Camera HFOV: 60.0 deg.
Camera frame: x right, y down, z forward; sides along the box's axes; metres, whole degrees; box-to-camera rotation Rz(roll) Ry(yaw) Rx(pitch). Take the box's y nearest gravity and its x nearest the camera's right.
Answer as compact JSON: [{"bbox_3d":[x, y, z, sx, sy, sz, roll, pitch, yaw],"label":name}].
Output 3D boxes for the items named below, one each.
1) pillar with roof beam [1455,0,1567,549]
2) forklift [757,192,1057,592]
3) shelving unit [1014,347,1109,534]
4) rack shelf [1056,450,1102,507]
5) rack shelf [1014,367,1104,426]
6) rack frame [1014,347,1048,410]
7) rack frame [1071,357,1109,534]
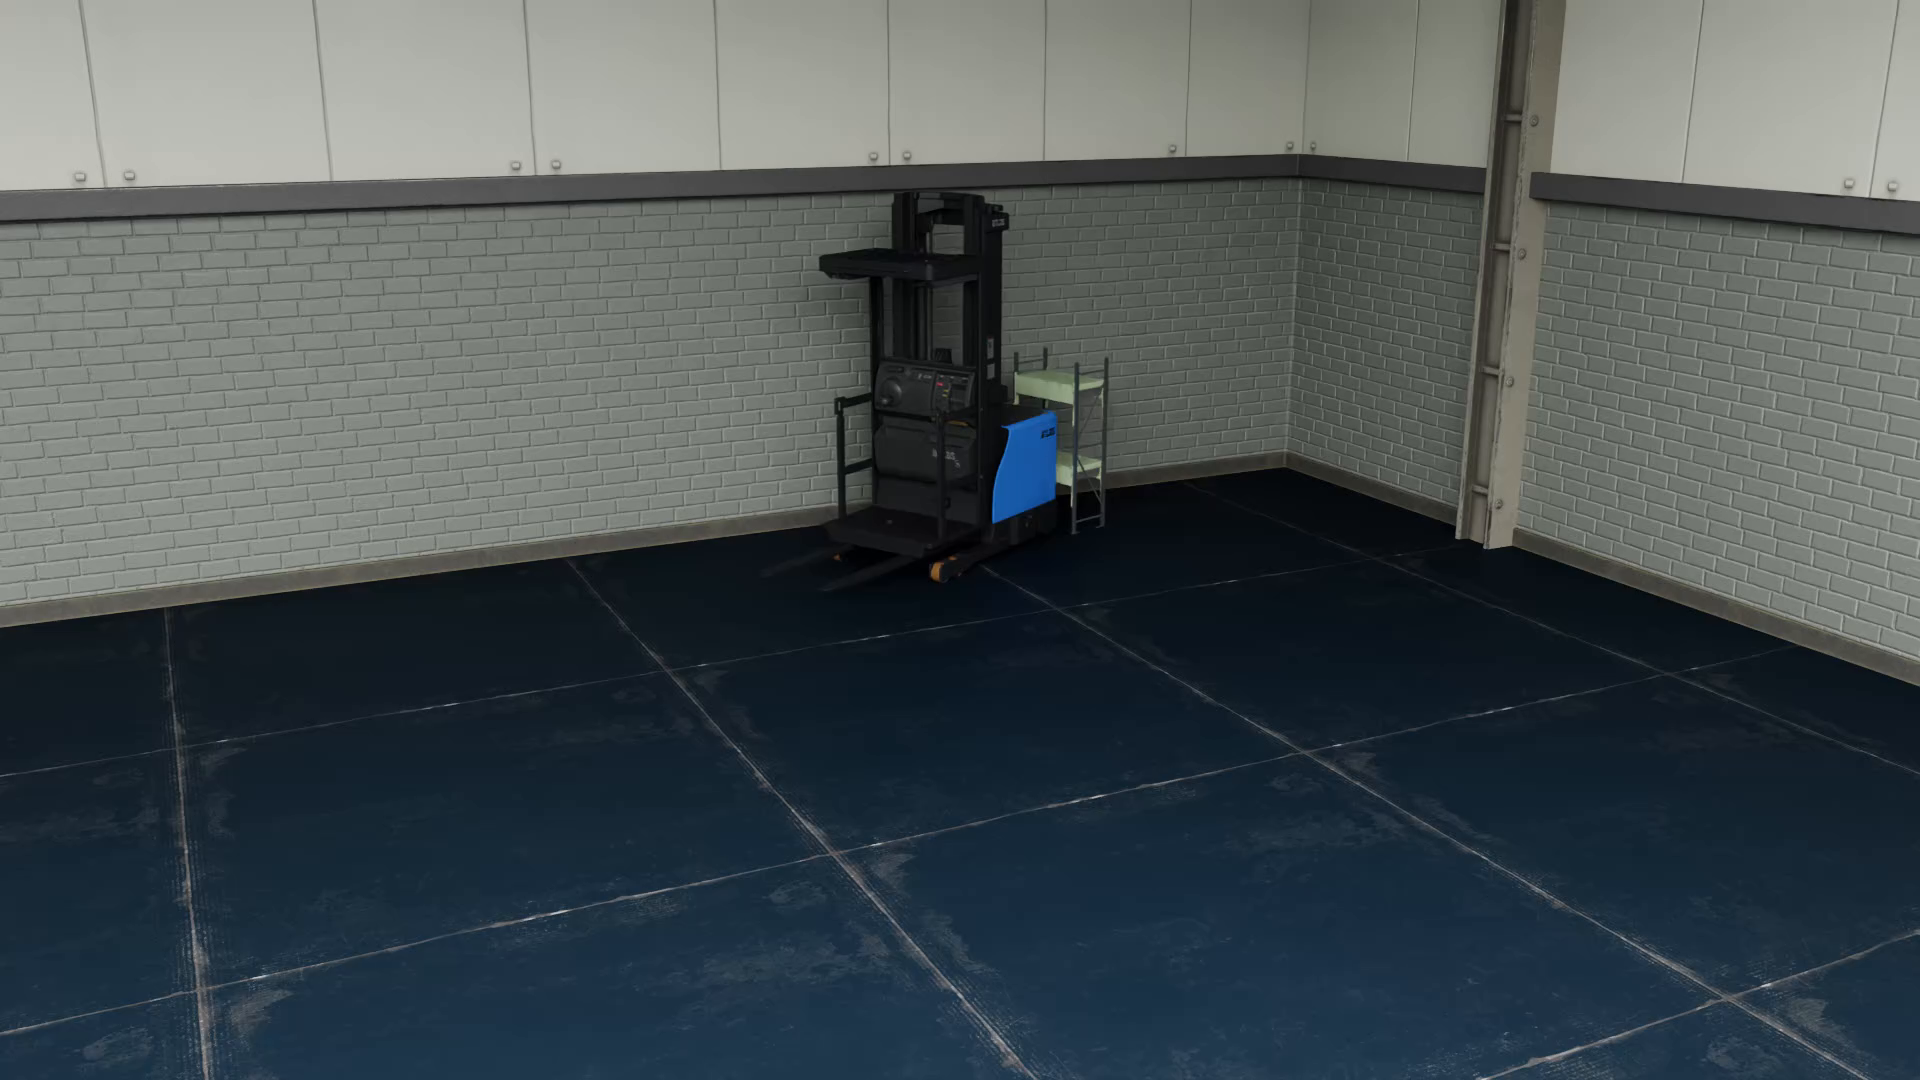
[{"bbox_3d":[0.613,-3.794,11.158,9.100,9.000,0.400,-8,18,-25],"label":"pillar with roof beam"},{"bbox_3d":[-0.403,-1.220,13.188,1.130,2.935,3.031,11,19,33],"label":"forklift"},{"bbox_3d":[0.874,-0.884,14.610,0.431,1.500,0.755,-14,21,-41],"label":"shelving unit"},{"bbox_3d":[0.874,-0.570,14.700,0.431,0.370,0.720,-14,21,-41],"label":"rack shelf"},{"bbox_3d":[0.875,-1.259,14.502,0.431,0.370,0.720,-14,21,-41],"label":"rack shelf"},{"bbox_3d":[0.626,-0.958,14.868,0.400,1.500,0.023,-14,21,-41],"label":"rack frame"},{"bbox_3d":[1.123,-0.809,14.351,0.400,1.500,0.023,-14,21,-41],"label":"rack frame"}]
